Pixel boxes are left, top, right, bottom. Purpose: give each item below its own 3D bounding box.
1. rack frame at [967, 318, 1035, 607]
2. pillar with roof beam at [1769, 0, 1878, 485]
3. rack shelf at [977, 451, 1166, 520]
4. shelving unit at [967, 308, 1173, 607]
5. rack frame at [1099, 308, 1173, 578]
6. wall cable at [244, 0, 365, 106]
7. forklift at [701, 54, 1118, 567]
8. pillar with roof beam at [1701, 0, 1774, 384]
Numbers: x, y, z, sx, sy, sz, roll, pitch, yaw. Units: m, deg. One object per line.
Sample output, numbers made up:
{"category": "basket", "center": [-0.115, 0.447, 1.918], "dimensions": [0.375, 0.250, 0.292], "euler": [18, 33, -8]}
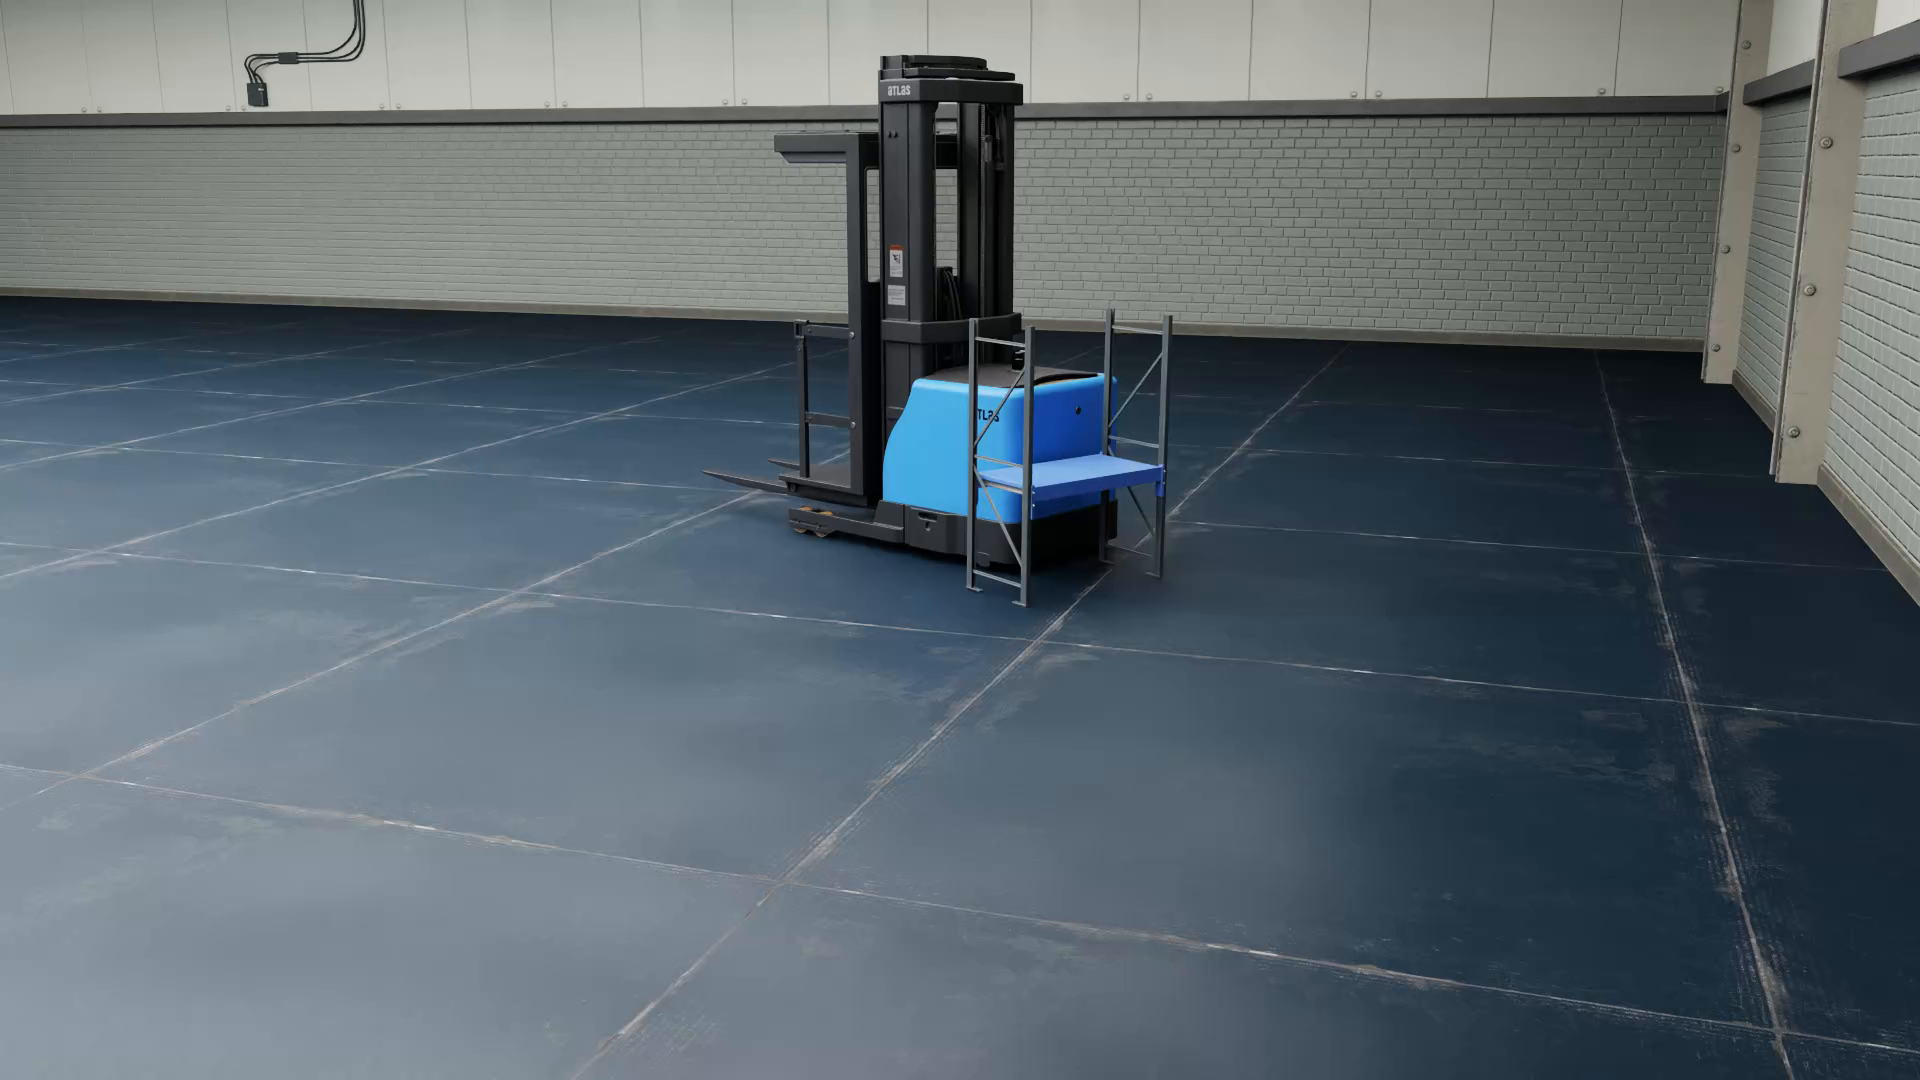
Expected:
{"category": "rack frame", "center": [0.213, -0.417, 8.930], "dimensions": [0.032, 1.500, 0.500], "euler": [-10, 17, -38]}
{"category": "pillar with roof beam", "center": [2.206, -5.157, 12.858], "dimensions": [9.100, 9.000, 0.400], "euler": [4, 14, 18]}
{"category": "rack shelf", "center": [0.606, -0.313, 9.284], "dimensions": [1.000, 0.185, 0.538], "euler": [-10, 17, -38]}
{"category": "shelving unit", "center": [0.607, -0.488, 9.242], "dimensions": [1.048, 1.500, 0.538], "euler": [-10, 17, -38]}
{"category": "rack frame", "center": [1.002, -0.560, 9.554], "dimensions": [0.032, 1.500, 0.500], "euler": [-10, 17, -38]}
{"category": "wall cable", "center": [-10.402, -9.874, 25.884], "dimensions": [2.305, 6.003, 0.169], "euler": [4, 14, 18]}
{"category": "forklift", "center": [-0.463, -1.522, 10.571], "dimensions": [3.031, 2.935, 1.130], "euler": [11, 17, 41]}
{"category": "pillar with roof beam", "center": [4.148, -6.420, 18.393], "dimensions": [9.100, 9.000, 0.400], "euler": [4, 14, 18]}
